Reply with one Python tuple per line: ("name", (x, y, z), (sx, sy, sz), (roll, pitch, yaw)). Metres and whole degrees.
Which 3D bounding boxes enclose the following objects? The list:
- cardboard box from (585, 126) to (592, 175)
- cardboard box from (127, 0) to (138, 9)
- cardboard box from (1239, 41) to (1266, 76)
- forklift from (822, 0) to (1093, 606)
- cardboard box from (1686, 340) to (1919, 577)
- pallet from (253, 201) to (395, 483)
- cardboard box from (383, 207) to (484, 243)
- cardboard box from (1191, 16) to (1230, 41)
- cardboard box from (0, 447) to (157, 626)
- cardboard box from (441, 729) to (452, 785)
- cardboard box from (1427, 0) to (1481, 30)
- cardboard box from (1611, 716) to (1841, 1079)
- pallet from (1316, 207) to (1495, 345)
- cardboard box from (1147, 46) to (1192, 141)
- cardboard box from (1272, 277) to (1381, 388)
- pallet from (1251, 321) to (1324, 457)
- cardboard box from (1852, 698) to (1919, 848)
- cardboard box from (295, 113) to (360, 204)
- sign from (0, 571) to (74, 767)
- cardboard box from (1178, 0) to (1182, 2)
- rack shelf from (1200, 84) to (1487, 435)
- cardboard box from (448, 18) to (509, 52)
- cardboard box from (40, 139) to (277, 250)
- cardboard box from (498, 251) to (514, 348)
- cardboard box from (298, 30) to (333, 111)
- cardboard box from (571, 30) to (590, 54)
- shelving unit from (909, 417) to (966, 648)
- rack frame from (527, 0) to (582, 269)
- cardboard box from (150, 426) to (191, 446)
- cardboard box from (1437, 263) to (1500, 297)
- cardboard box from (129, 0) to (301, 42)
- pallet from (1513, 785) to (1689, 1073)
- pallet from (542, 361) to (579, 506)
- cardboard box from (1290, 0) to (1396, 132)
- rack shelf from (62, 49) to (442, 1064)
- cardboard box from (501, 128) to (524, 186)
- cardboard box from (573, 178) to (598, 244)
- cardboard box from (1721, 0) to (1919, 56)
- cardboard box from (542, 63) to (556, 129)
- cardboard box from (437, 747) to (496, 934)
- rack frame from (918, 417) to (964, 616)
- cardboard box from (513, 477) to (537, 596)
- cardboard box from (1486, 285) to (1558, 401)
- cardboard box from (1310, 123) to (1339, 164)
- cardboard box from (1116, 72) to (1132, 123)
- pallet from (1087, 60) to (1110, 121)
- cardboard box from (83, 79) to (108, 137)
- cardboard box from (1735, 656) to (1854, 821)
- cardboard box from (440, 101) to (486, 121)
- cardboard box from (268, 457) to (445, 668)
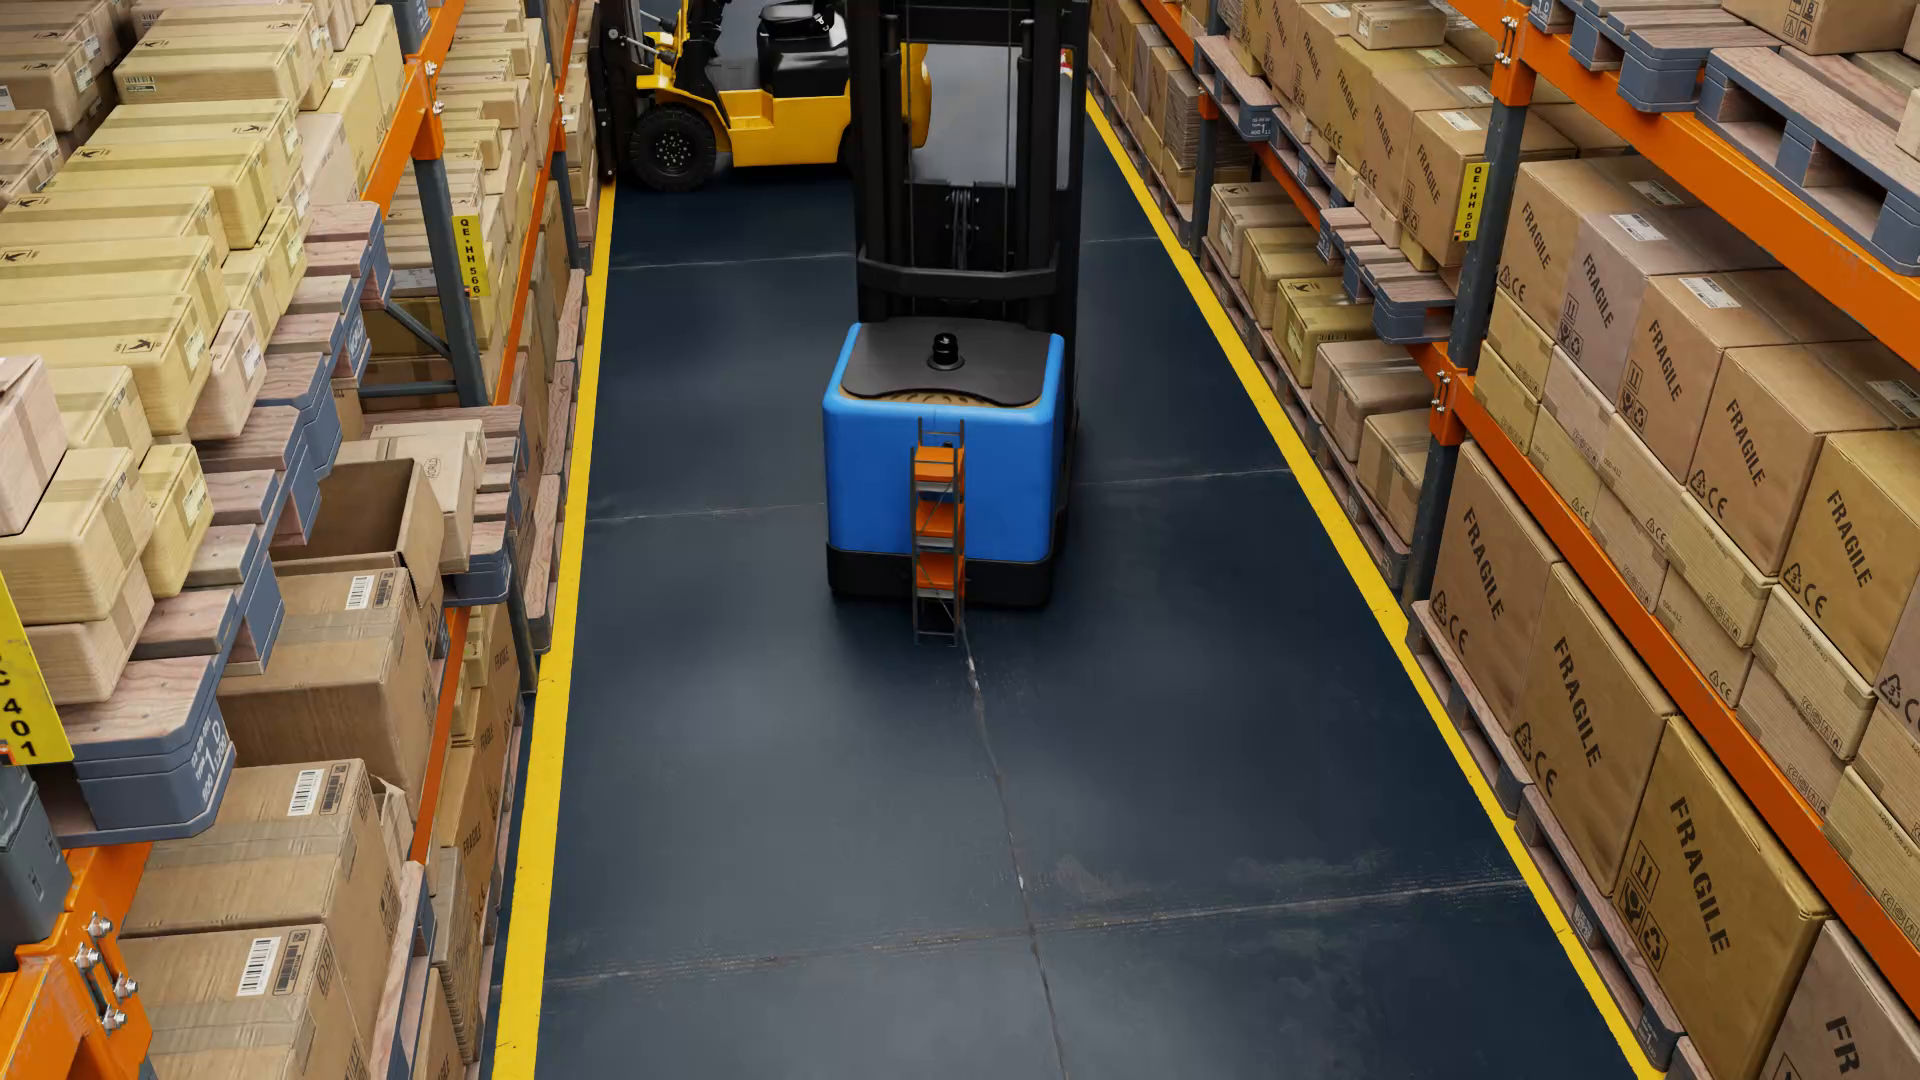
("cardboard box", (-2.719, -2.610, 11.041), (0.500, 0.250, 0.500), (-5, 35, -7))
("cardboard box", (-2.537, -1.518, 4.665), (0.380, 0.149, 0.250), (-5, 35, -7))
("cardboard box", (1.814, -2.767, 9.498), (0.380, 0.149, 0.250), (-4, 34, -5))
("forklift", (0.066, -1.720, 8.171), (1.130, 2.935, 3.031), (4, 34, 6))
("cardboard box", (2.585, -0.251, 4.978), (0.500, 0.500, 0.500), (-4, 34, -6))
("pallet", (-1.975, -0.437, 3.732), (1.213, 0.211, 1.003), (-4, 35, -6))
("cardboard box", (-2.140, -1.218, 6.709), (0.380, 0.149, 0.250), (-4, 34, -5))
("cardboard box", (1.683, -3.223, 10.538), (0.380, 0.149, 0.250), (-5, 35, -7))
("cardboard box", (-1.420, -0.001, 2.422), (0.380, 0.149, 0.250), (-3, 34, -5))
("cardboard box", (-1.985, 0.739, 5.773), (0.380, 0.149, 0.250), (-3, 34, -5))
("cardboard box", (2.520, -2.410, 8.397), (0.500, 0.500, 0.500), (-6, 35, -8))
("cardboard box", (2.812, 1.155, 5.405), (0.875, 0.875, 0.875), (-3, 34, -5))
("pallet", (2.365, -1.248, 7.589), (1.213, 0.211, 1.003), (-4, 35, -6))
("cardboard box", (1.612, -3.111, 11.554), (0.500, 0.500, 0.500), (-4, 34, -6))
("cardboard box", (2.296, -1.176, 9.273), (0.950, 0.372, 0.625), (-3, 34, -5))
("pallet", (2.302, -0.901, 9.385), (1.003, 0.211, 1.213), (-4, 35, -6))
("cardboard box", (2.729, 0.644, 4.331), (0.500, 0.250, 0.500), (-4, 34, -5))
("cardboard box", (-1.907, -0.910, 4.391), (0.500, 0.250, 0.500), (-4, 35, -6))
("sign", (-1.277, 0.174, 2.209), (0.100, 0.325, 0.005), (-4, 35, -6))
("cardboard box", (1.646, -3.850, 10.883), (0.500, 0.500, 0.500), (-3, 34, -5))
("rack shelf", (2.297, -1.757, 8.803), (1.077, 0.370, 4.000), (-4, 35, -6))
("cardboard box", (-2.591, -2.645, 8.802), (0.380, 0.149, 0.250), (-4, 35, -6))
("cardboard box", (-1.661, -0.715, 3.469), (0.380, 0.149, 0.250), (-4, 34, -6))
("cardboard box", (-2.232, -1.045, 7.253), (0.500, 0.250, 0.500), (-5, 35, -7))
("cardboard box", (-1.964, -1.293, 4.599), (0.380, 0.149, 0.250), (-4, 35, -6))
("cardboard box", (-2.844, -3.393, 11.746), (0.500, 0.250, 0.500), (-5, 35, -7))
("shelving unit", (-0.095, -0.021, 7.348), (0.215, 1.050, 0.252), (4, 34, 6))
("rack frame", (-2.890, -2.792, 9.684), (1.000, 3.000, 0.127), (-4, 35, -6))
("cardboard box", (-1.592, -0.156, 2.914), (0.380, 0.149, 0.250), (-4, 34, -6))
("cardboard box", (2.289, -1.173, 7.158), (0.380, 0.149, 0.250), (-3, 34, -5))
("cardboard box", (-2.004, -1.411, 4.509), (0.380, 0.149, 0.250), (-5, 35, -7))
("pallet", (2.758, 1.339, 6.097), (1.003, 0.211, 1.213), (-4, 35, -6))
("pallet", (-2.585, -0.549, 8.869), (1.003, 0.211, 1.213), (-4, 35, -6))
("cardboard box", (2.008, -2.382, 8.356), (0.500, 0.500, 0.500), (-6, 35, -8))
("rack shelf", (-2.083, -0.386, 4.128), (1.077, 0.370, 4.000), (-4, 35, -6))
("cardboard box", (-2.382, -1.827, 7.956), (0.500, 0.250, 0.500), (-4, 34, -6))
("cardboard box", (-2.627, -2.124, 10.772), (0.500, 0.250, 0.500), (-4, 34, -6))
("cardboard box", (2.887, -1.854, 5.182), (0.700, 0.500, 0.500), (-6, 35, -9))
("cardboard box", (-2.563, -2.469, 9.342), (0.500, 0.250, 0.500), (-4, 34, -5))
("cardboard box", (-1.952, 1.091, 5.832), (0.500, 0.500, 0.500), (-3, 34, -4))
("rack frame", (-0.081, -0.089, 7.448), (0.200, 1.050, 0.008), (4, 34, 6))
("cardboard box", (-2.422, -0.101, 7.471), (0.875, 0.625, 0.625), (-3, 34, -5))
("cardboard box", (2.389, -0.781, 6.422), (0.500, 0.250, 0.500), (-5, 35, -7))
("cardboard box", (2.002, -2.031, 8.418), (0.380, 0.149, 0.250), (-5, 35, -8))
("cardboard box", (1.472, -3.380, 12.614), (0.500, 0.250, 0.500), (-2, 34, -3))
("pallet", (1.575, -3.752, 13.567), (1.003, 0.211, 1.213), (-4, 35, -6))
("cardboard box", (-2.467, -1.108, 4.327), (0.380, 0.149, 0.250), (-5, 35, -7))
("cardboard box", (2.677, 0.558, 4.901), (0.500, 0.250, 0.500), (-5, 35, -8))
("cardboard box", (-2.418, -1.927, 7.749), (0.380, 0.149, 0.250), (-4, 35, -6))
("cardboard box", (-1.949, 0.121, 4.945), (0.797, 0.503, 0.637), (-5, 35, -7))
